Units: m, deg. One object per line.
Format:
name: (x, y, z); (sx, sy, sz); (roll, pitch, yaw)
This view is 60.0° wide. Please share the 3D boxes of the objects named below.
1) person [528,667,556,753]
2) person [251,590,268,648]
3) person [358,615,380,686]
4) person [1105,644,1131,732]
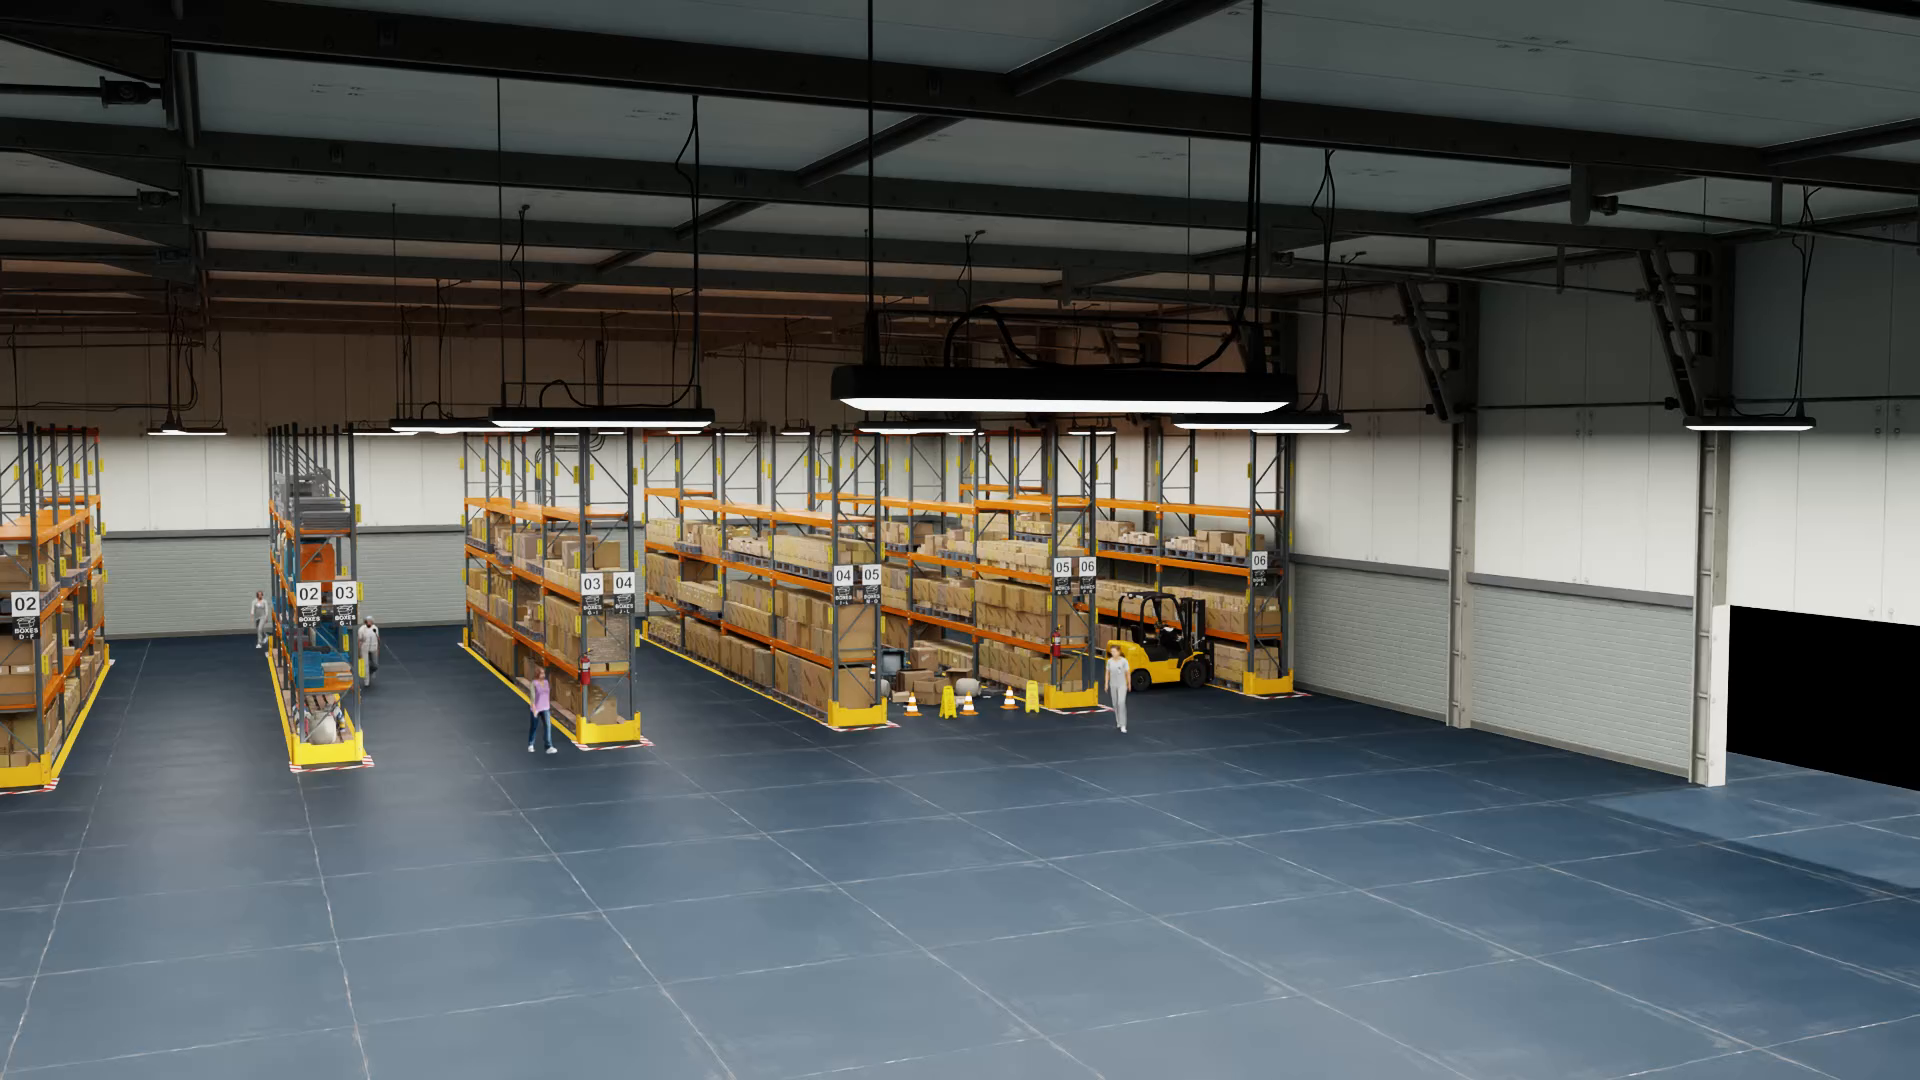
person: (-7.589, 3.084, 30.141); (0.431, 1.569, 0.827); (-3, 5, -42)
person: (-19.128, 2.153, 45.485); (0.385, 1.540, 0.865); (0, 3, 4)
person: (-13.746, 2.539, 38.641); (0.482, 1.617, 0.857); (-2, 4, -26)
person: (3.102, 2.893, 32.667); (0.554, 1.669, 0.719); (2, 4, 27)
